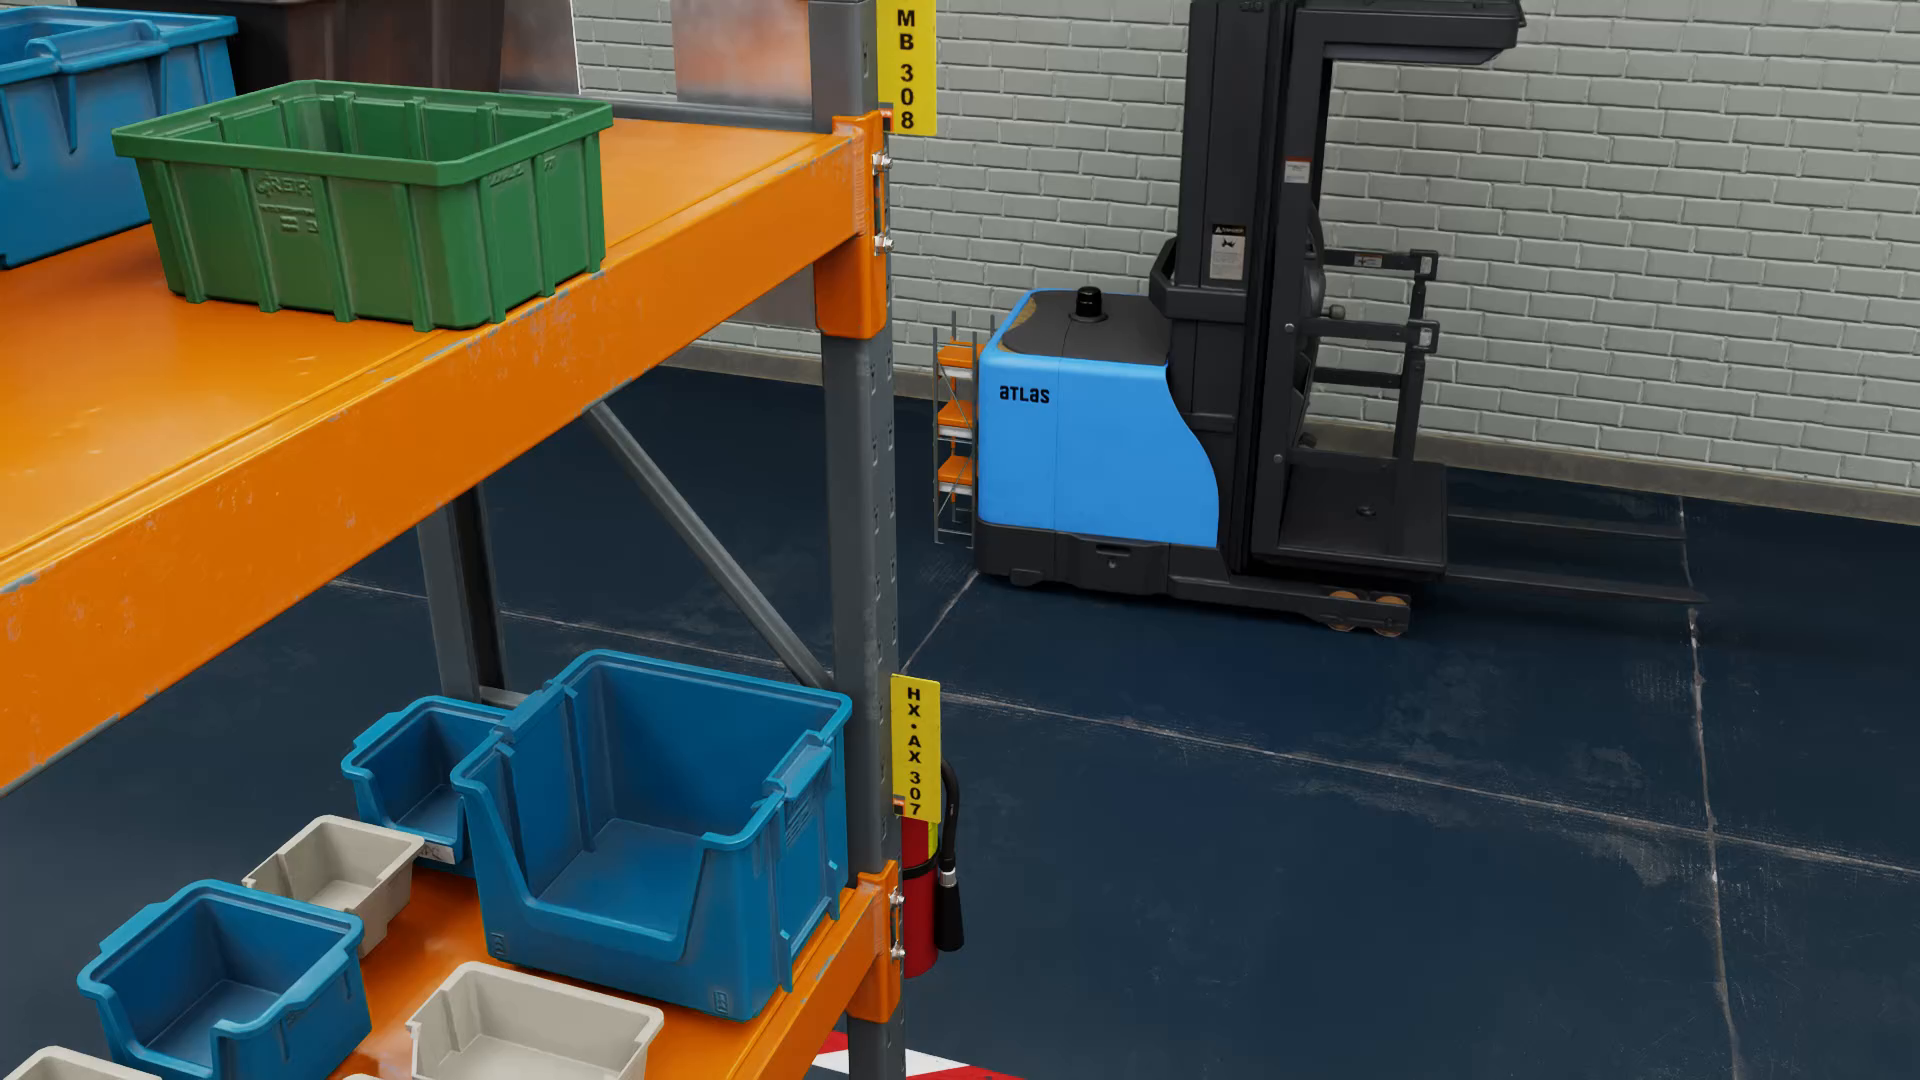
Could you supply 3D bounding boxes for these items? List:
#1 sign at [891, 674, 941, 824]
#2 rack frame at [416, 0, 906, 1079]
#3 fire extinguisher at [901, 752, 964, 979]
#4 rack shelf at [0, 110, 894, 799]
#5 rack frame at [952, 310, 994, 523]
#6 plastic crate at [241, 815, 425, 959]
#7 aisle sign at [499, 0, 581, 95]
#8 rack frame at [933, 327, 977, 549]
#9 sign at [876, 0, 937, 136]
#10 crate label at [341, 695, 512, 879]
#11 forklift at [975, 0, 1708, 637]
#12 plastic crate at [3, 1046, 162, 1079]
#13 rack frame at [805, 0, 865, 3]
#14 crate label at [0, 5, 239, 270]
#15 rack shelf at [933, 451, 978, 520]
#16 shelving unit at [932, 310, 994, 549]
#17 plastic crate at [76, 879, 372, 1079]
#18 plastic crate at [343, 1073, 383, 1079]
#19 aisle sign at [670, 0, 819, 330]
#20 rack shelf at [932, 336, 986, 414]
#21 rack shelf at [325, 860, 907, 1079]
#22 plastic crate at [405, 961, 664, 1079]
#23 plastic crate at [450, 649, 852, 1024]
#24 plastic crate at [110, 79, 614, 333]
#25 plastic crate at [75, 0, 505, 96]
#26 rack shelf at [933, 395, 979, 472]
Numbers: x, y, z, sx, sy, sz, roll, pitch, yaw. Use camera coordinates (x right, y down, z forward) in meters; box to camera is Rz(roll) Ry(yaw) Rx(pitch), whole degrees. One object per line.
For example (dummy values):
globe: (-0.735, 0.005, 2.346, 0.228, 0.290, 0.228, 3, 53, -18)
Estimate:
sign: (-0.086, 0.413, 3.268, 0.100, 0.325, 0.005, 9, 27, 17)
rack frame: (-0.610, 0.413, 3.455, 1.000, 3.000, 0.127, 9, 27, 17)
fire extinguisher: (-0.132, 0.620, 3.545, 0.296, 0.674, 0.183, 9, 27, 17)
rack shelf: (-1.276, 0.209, 1.261, 1.077, 0.370, 4.000, 9, 27, 17)
rack frame: (0.058, -0.545, 7.670, 0.200, 1.050, 0.008, 9, 27, 17)
plastic crate: (-1.188, 0.678, 3.141, 0.250, 0.136, 0.298, 9, 27, 17)
aisle sign: (-0.867, -0.830, 3.038, 0.394, 0.787, 0.004, 9, 27, 17)
rack frame: (-0.023, -0.444, 7.463, 0.200, 1.050, 0.008, 9, 27, 17)
sign: (-0.086, -0.817, 2.673, 0.100, 0.325, 0.005, 9, 27, 17)
crate label: (-1.003, 0.515, 3.367, 0.416, 0.233, 0.303, 9, 27, 17)
forklift: (1.639, -1.173, 6.809, 3.031, 2.935, 1.130, 6, 27, 13)
plastic crate: (-1.414, 0.957, 2.565, 0.250, 0.136, 0.298, 9, 27, 17)
rack frame: (-0.610, -2.287, 2.148, 1.000, 3.000, 0.127, 9, 27, 17)
crate label: (-1.222, -0.538, 2.147, 0.408, 0.251, 0.502, 9, 27, 17)
rack shelf: (0.018, -0.235, 7.692, 0.215, 0.259, 0.240, 9, 27, 17)
shelving unit: (0.018, -0.495, 7.567, 0.215, 1.050, 0.252, 9, 27, 17)
plastic crate: (-1.222, 0.786, 2.809, 0.416, 0.233, 0.300, 9, 27, 17)
plastic crate: (-0.821, 0.983, 2.511, 0.396, 0.136, 0.243, 9, 27, 17)
aisle sign: (-0.310, -0.744, 2.862, 0.394, 0.787, 0.004, 9, 27, 17)
rack shelf: (0.018, -0.740, 7.448, 0.215, 0.259, 0.240, 9, 27, 17)
rack shelf: (-1.276, 1.559, 1.914, 1.077, 0.370, 4.000, 9, 27, 17)
plastic crate: (-0.711, 0.866, 2.753, 0.396, 0.136, 0.243, 9, 27, 17)
plastic crate: (-0.546, 0.535, 3.094, 0.616, 0.435, 0.499, 9, 27, 17)
plastic crate: (-0.669, -0.395, 1.925, 0.450, 0.188, 0.336, 9, 27, 17)
plastic crate: (-1.001, -0.760, 2.586, 0.497, 0.269, 0.590, 9, 27, 17)
rack shelf: (0.018, -0.485, 7.571, 0.215, 0.259, 0.240, 9, 27, 17)
